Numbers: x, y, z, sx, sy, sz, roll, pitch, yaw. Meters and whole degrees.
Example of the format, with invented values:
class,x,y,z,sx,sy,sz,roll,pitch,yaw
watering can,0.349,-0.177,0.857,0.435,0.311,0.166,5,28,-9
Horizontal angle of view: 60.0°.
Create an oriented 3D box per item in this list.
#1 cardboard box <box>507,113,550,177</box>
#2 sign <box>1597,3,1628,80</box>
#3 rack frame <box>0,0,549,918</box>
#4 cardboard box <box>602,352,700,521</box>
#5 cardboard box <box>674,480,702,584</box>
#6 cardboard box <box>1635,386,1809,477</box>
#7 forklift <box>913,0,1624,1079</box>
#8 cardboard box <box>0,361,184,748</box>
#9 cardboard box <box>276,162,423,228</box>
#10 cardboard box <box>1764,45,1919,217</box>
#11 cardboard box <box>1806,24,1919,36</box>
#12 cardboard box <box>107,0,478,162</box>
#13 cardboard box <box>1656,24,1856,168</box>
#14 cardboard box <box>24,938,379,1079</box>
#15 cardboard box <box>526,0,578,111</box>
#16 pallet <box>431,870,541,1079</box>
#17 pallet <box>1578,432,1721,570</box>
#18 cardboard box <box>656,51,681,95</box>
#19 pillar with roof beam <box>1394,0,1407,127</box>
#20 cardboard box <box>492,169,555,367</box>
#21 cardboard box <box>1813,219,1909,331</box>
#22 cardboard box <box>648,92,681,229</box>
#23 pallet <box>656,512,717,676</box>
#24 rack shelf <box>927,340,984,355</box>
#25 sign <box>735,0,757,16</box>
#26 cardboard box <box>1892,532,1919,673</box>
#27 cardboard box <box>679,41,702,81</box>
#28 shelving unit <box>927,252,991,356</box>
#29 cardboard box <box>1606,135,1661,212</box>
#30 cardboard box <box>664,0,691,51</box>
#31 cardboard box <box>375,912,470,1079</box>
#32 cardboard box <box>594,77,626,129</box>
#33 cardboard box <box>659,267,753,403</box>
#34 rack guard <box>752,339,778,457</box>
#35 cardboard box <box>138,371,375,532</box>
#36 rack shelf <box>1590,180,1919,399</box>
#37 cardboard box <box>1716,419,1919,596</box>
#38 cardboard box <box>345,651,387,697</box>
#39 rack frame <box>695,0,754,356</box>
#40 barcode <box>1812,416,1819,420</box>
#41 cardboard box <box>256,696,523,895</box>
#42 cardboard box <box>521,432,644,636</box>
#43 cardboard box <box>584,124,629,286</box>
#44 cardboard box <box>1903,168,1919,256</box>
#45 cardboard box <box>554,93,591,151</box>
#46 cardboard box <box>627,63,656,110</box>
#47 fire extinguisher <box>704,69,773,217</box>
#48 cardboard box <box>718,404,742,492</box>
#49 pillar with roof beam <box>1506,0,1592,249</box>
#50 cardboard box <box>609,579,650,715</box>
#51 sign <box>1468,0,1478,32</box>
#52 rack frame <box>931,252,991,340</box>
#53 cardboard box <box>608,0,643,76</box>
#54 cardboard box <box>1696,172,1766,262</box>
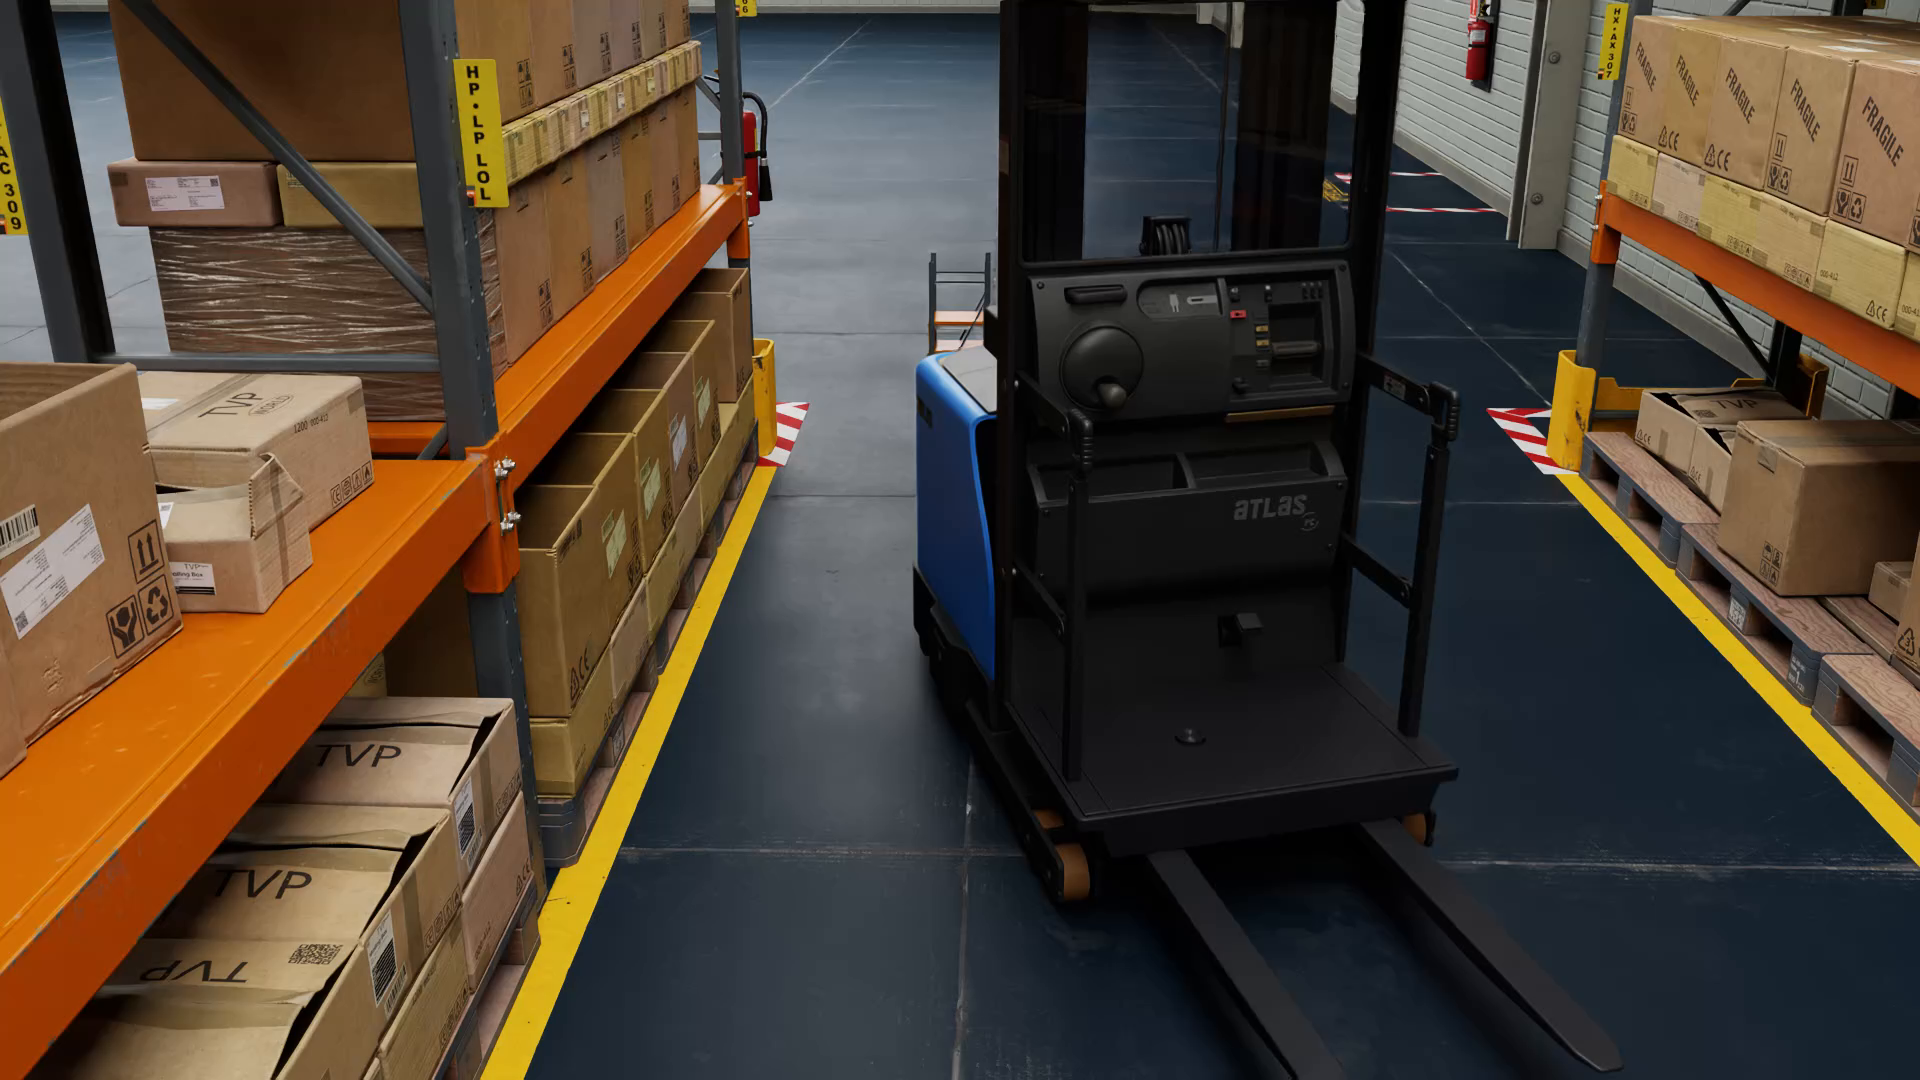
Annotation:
class,x,y,z,sx,sy,sz,roll,pitch,yaw
cardboard box,-1.402,-1.136,4.776,0.380,0.149,0.250,0,21,1
sign,2.907,-2.216,7.397,0.100,0.325,0.005,1,21,2
rack frame,-1.624,-0.413,3.948,1.000,3.000,0.127,1,21,2
cardboard box,-1.253,-0.384,6.055,0.500,0.500,0.500,1,21,2
cardboard box,-1.257,-0.034,6.190,0.500,0.250,0.500,1,21,2
cardboard box,3.338,-0.509,7.303,0.500,0.311,0.500,-2,21,-4
forklift,0.703,-0.538,4.364,1.130,2.935,3.031,-5,22,-14
cardboard box,-1.680,0.008,2.724,0.500,0.500,0.500,2,21,6
cardboard box,-1.422,-0.858,4.057,0.380,0.149,0.250,1,21,2
cardboard box,3.083,-1.374,5.567,0.500,0.500,0.500,1,21,3
cardboard box,3.622,-1.741,6.512,0.500,0.500,0.500,1,21,2
cardboard box,-1.617,-1.225,4.109,0.700,0.500,0.500,1,21,2
cardboard box,3.109,-1.748,6.529,0.500,0.500,0.500,1,21,2
cardboard box,-1.377,0.929,2.932,0.500,0.311,0.500,1,21,1
cardboard box,-1.587,-1.589,5.046,0.700,0.500,0.500,1,21,2
pallet,-1.607,1.153,3.765,1.003,0.211,1.213,1,21,2
pallet,3.387,-0.186,7.216,1.003,0.211,1.213,1,21,2
cardboard box,-1.338,-1.881,6.696,0.380,0.149,0.250,0,21,1
pillar with roof beam,0.354,-8.727,17.080,9.100,9.000,0.400,1,21,2
cardboard box,-1.607,-0.811,4.835,0.700,0.500,0.500,0,21,1
cardboard box,3.062,-0.836,5.217,0.500,0.250,0.500,1,21,1
cardboard box,-1.541,-1.548,6.733,0.700,0.500,0.500,1,21,3
pallet,-1.524,0.157,6.332,1.003,0.211,1.213,1,21,2
rack shelf,0.000,-0.747,6.755,0.258,0.103,0.180,1,21,2
sign,-0.960,-2.499,7.395,0.100,0.325,0.005,1,21,2
cardboard box,3.319,0.224,5.152,0.500,0.500,0.500,-1,21,-2
cardboard box,-1.324,-2.068,7.178,0.380,0.149,0.250,0,21,1
shelving unit,0.000,-0.565,6.825,0.258,1.200,0.189,1,21,2
cardboard box,3.117,-1.573,7.116,0.500,0.250,0.500,0,21,0
cardboard box,-1.531,-2.323,6.938,0.700,0.500,0.500,1,21,2
cardboard box,-1.364,1.009,3.503,0.500,0.250,0.500,0,21,1
cardboard box,-1.369,-1.508,5.733,0.380,0.149,0.250,0,21,1
cardboard box,-1.221,-0.926,7.453,0.500,0.500,0.500,1,21,2
rack guard,-1.502,-0.703,8.150,1.175,0.500,0.348,1,21,2
cardboard box,-1.595,-0.165,3.515,0.500,0.250,0.500,2,21,5
rack shelf,3.388,-0.748,5.805,1.077,0.370,4.000,1,21,2
cardboard box,3.249,-0.126,6.055,0.700,0.500,0.500,-1,21,-2
cardboard box,-1.828,0.503,4.808,0.500,0.250,0.500,1,21,2
rack frame,-1.502,-1.860,7.675,1.000,3.000,0.127,1,21,2
barcode,3.737,-0.502,7.273,0.001,0.075,0.075,1,21,2
cardboard box,-1.350,0.561,3.882,0.500,0.311,0.500,1,21,2
cardboard box,-1.290,-0.022,5.123,0.500,0.500,0.500,1,21,2
cardboard box,-1.574,-1.178,5.780,0.700,0.500,0.500,1,21,3
cardboard box,3.042,-1.004,4.613,0.500,0.500,0.500,1,21,1
cardboard box,-1.387,-1.323,5.258,0.380,0.149,0.250,0,21,0
cardboard box,-1.355,-1.696,6.217,0.380,0.149,0.250,1,21,3
fire extinguisher,-1.034,-1.861,7.786,0.296,0.674,0.183,1,21,2
cardboard box,-1.227,-0.396,7.122,0.500,0.250,0.500,1,21,2
pillar with roof beam,0.172,-6.558,11.489,9.100,9.000,0.400,1,21,2
cardboard box,-1.287,0.328,5.259,0.500,0.250,0.500,1,21,2
sign,4.708,-4.822,15.260,0.001,0.329,0.234,1,21,2
rack frame,0.003,-0.598,6.911,0.240,1.200,0.006,1,21,2
cardboard box,-1.556,-1.951,5.979,0.700,0.500,0.500,1,21,2
cardboard box,3.094,-1.201,6.157,0.500,0.250,0.500,0,21,1
